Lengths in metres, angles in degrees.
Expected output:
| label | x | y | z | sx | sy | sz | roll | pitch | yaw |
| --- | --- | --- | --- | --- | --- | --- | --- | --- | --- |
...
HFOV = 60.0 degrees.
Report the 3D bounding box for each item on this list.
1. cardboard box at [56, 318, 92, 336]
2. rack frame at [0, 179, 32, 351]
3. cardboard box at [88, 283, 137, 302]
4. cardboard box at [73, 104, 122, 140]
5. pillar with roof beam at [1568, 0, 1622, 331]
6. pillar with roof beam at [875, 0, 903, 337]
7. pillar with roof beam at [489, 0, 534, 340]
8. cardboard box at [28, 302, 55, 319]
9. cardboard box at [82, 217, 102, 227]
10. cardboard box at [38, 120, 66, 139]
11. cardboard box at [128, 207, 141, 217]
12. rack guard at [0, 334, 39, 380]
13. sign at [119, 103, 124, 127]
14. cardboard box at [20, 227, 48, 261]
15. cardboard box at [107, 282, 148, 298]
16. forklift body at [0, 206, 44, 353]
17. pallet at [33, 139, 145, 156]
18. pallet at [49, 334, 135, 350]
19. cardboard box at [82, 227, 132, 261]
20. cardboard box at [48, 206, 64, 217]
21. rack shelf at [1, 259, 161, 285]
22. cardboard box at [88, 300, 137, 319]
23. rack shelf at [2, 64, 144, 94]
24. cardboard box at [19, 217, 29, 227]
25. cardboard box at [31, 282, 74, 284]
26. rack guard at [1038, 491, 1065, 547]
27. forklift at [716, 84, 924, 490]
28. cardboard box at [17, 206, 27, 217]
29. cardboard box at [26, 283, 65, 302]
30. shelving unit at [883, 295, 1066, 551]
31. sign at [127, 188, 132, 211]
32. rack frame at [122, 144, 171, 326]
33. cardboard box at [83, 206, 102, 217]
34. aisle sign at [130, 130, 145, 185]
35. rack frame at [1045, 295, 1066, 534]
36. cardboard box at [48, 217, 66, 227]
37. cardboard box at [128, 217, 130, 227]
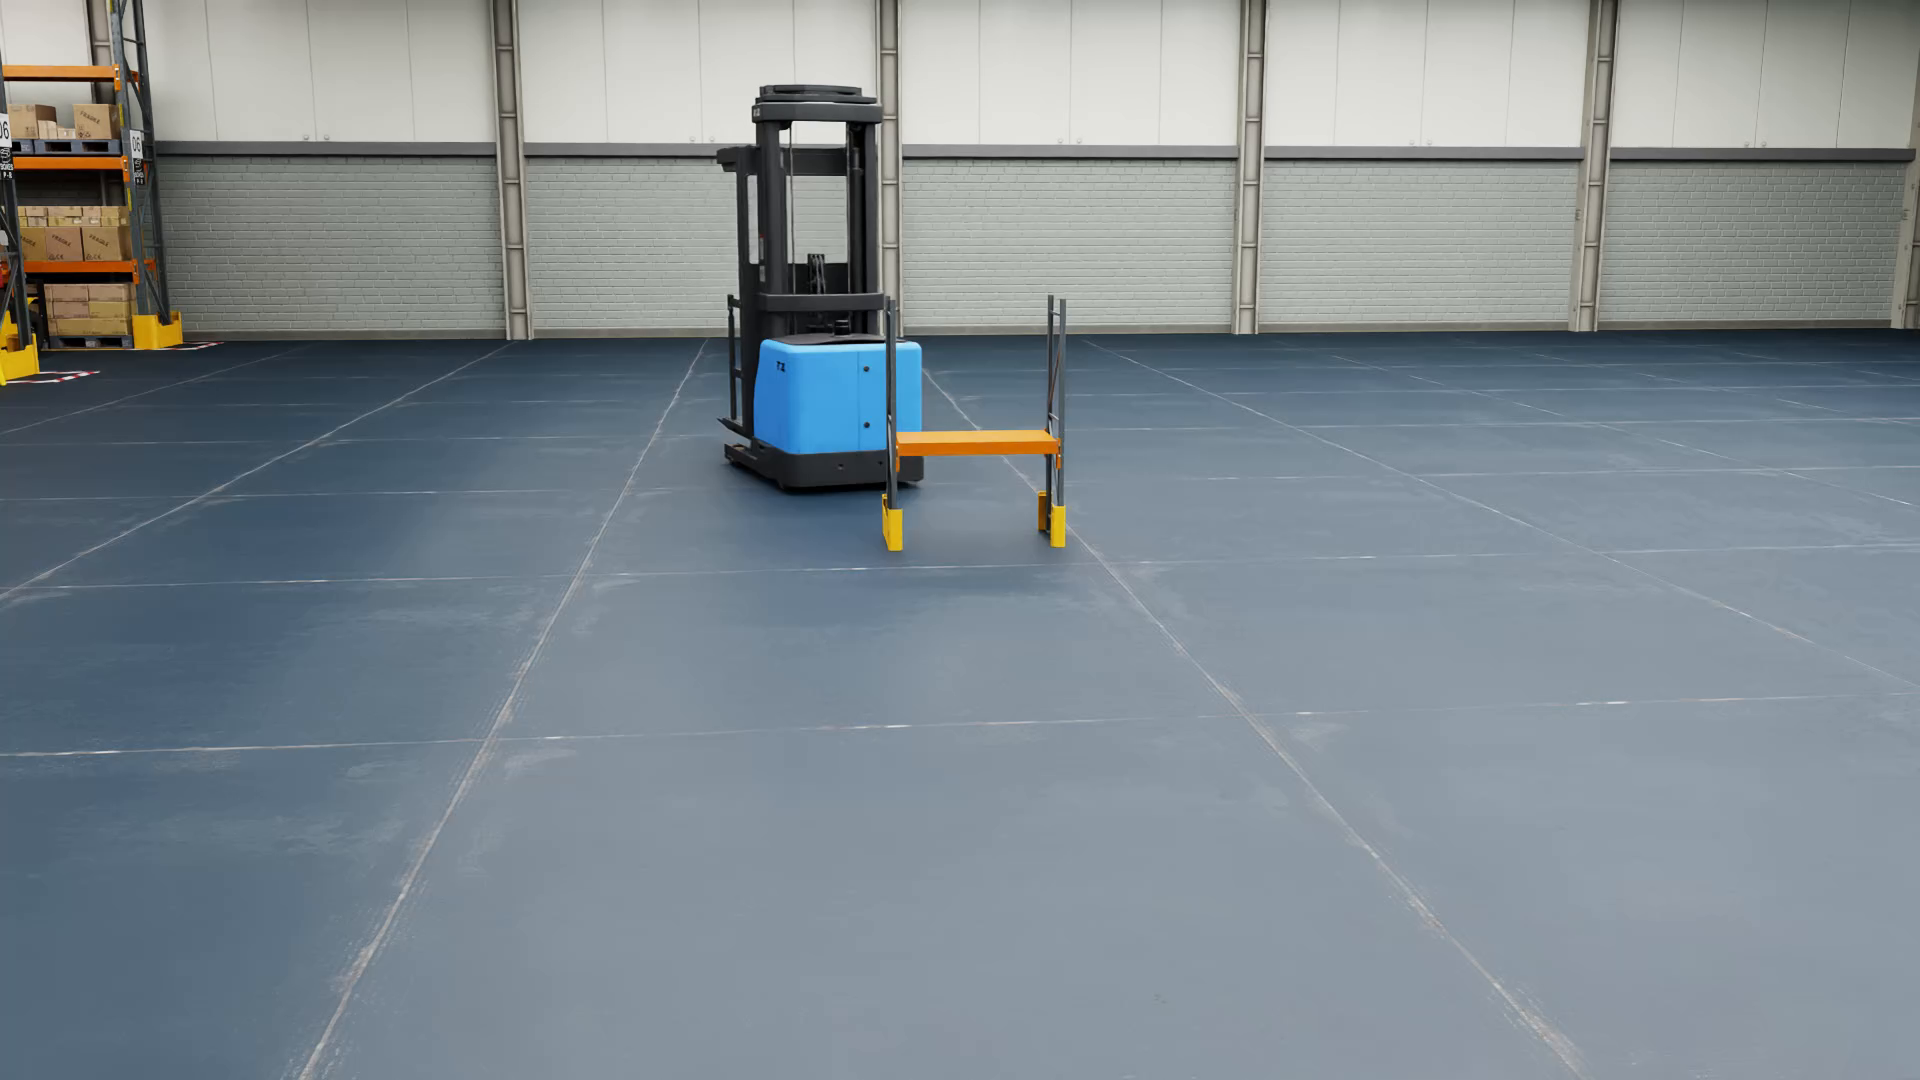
| label | x | y | z | sx | sy | sz | roll | pitch | yaw |
| --- | --- | --- | --- | --- | --- | --- | --- | --- | --- |
| cardboard box | -13.216 | -3.218 | 25.002 | 0.500 | 0.250 | 0.500 | -1 | 11 | -6 |
| rack frame | -11.748 | -3.489 | 20.337 | 0.127 | 3.000 | 1.000 | -1 | 11 | -6 |
| cardboard box | -12.712 | -3.718 | 24.954 | 0.500 | 0.250 | 0.500 | -1 | 11 | -4 |
| cardboard box | -12.702 | -6.160 | 24.545 | 0.500 | 0.500 | 0.500 | -1 | 11 | -4 |
| pillar with roof beam | 11.247 | -7.217 | 23.749 | 0.400 | 9.000 | 9.100 | -1 | 11 | -6 |
| pillar with roof beam | -0.683 | -6.967 | 22.477 | 0.400 | 9.000 | 9.100 | -1 | 11 | -6 |
| pillar with roof beam | -6.648 | -6.842 | 21.842 | 0.400 | 9.000 | 9.100 | -1 | 11 | -6 |
| cardboard box | -13.749 | -3.449 | 24.881 | 0.500 | 0.250 | 0.500 | -1 | 11 | -7 |
| cardboard box | -12.853 | -4.736 | 24.740 | 0.250 | 0.149 | 0.380 | -1 | 11 | -5 |
| cardboard box | -13.331 | -6.021 | 24.441 | 0.258 | 0.266 | 0.396 | -1 | 11 | -6 |
| cardboard box | -12.645 | -4.988 | 25.250 | 0.250 | 0.149 | 0.380 | -1 | 11 | -7 |
| rack guard | -11.824 | -2.260 | 20.570 | 0.348 | 0.500 | 1.175 | -1 | 11 | -6 |
| sign | -12.243 | -6.203 | 24.281 | 0.005 | 0.325 | 0.100 | -1 | 11 | -6 |
| cardboard box | -13.775 | -4.409 | 24.760 | 0.500 | 0.500 | 0.500 | -1 | 11 | -7 |
| cardboard box | -12.786 | -3.814 | 25.440 | 0.500 | 0.250 | 0.500 | -1 | 11 | -7 |
| forklift body | -13.976 | -3.635 | 23.280 | 1.214 | 2.155 | 2.313 | -1 | 11 | -6 |
| pallet | -12.994 | -5.859 | 24.848 | 1.213 | 0.211 | 1.003 | -1 | 11 | -6 |
| pallet | -13.044 | -3.048 | 25.326 | 1.213 | 0.211 | 1.003 | -1 | 11 | -6 |
| cardboard box | -12.749 | -4.429 | 24.861 | 0.500 | 0.500 | 0.500 | -1 | 11 | -7 |
| cardboard box | -13.376 | -4.893 | 24.770 | 0.250 | 0.149 | 0.380 | -1 | 11 | -6 |
| rack shelf | -14.276 | -4.046 | 25.036 | 4.000 | 0.370 | 1.077 | -1 | 11 | -6 |
| cardboard box | -12.738 | -3.472 | 24.998 | 0.500 | 0.250 | 0.500 | -1 | 11 | -7 |
| rack shelf | -14.276 | -6.793 | 24.496 | 4.000 | 0.370 | 1.077 | -1 | 11 | -6 |
| cardboard box | -13.875 | -4.715 | 24.636 | 0.250 | 0.149 | 0.380 | -1 | 11 | -6 |
| cardboard box | -13.781 | -3.795 | 25.341 | 0.500 | 0.250 | 0.500 | -1 | 11 | -6 |
| rack guard | 0.571 | -0.135 | 10.405 | 0.087 | 0.250 | 0.587 | -1 | 11 | -6 |
| forklift | -1.273 | -2.047 | 13.185 | 1.130 | 2.935 | 3.031 | -4 | 12 | -21 |
| cardboard box | -13.879 | -4.860 | 24.601 | 0.250 | 0.149 | 0.380 | -1 | 11 | -5 |
| cardboard box | -13.720 | -3.694 | 24.831 | 0.500 | 0.250 | 0.500 | -1 | 11 | -5 |
| shelving unit | 0.076 | -0.738 | 10.231 | 1.083 | 1.500 | 0.587 | -1 | 11 | -6 |
| sign | -12.243 | -5.020 | 24.513 | 0.005 | 0.325 | 0.100 | -1 | 11 | -6 |
| rack frame | -12.288 | -4.440 | 25.178 | 0.127 | 3.000 | 1.000 | -1 | 11 | -6 |
| cardboard box | -12.863 | -4.895 | 24.778 | 0.250 | 0.149 | 0.380 | -1 | 11 | -6 |
| aisle sign | -12.191 | -5.661 | 24.648 | 0.004 | 0.787 | 0.394 | -1 | 11 | -6 |
| rack frame | 0.590 | -0.748 | 10.286 | 0.032 | 1.500 | 0.500 | -1 | 11 | -6 |
| cardboard box | -13.365 | -4.739 | 24.757 | 0.250 | 0.149 | 0.380 | -1 | 11 | -6 |
| cardboard box | -12.653 | -4.850 | 25.323 | 0.250 | 0.149 | 0.380 | -1 | 11 | -8 |
